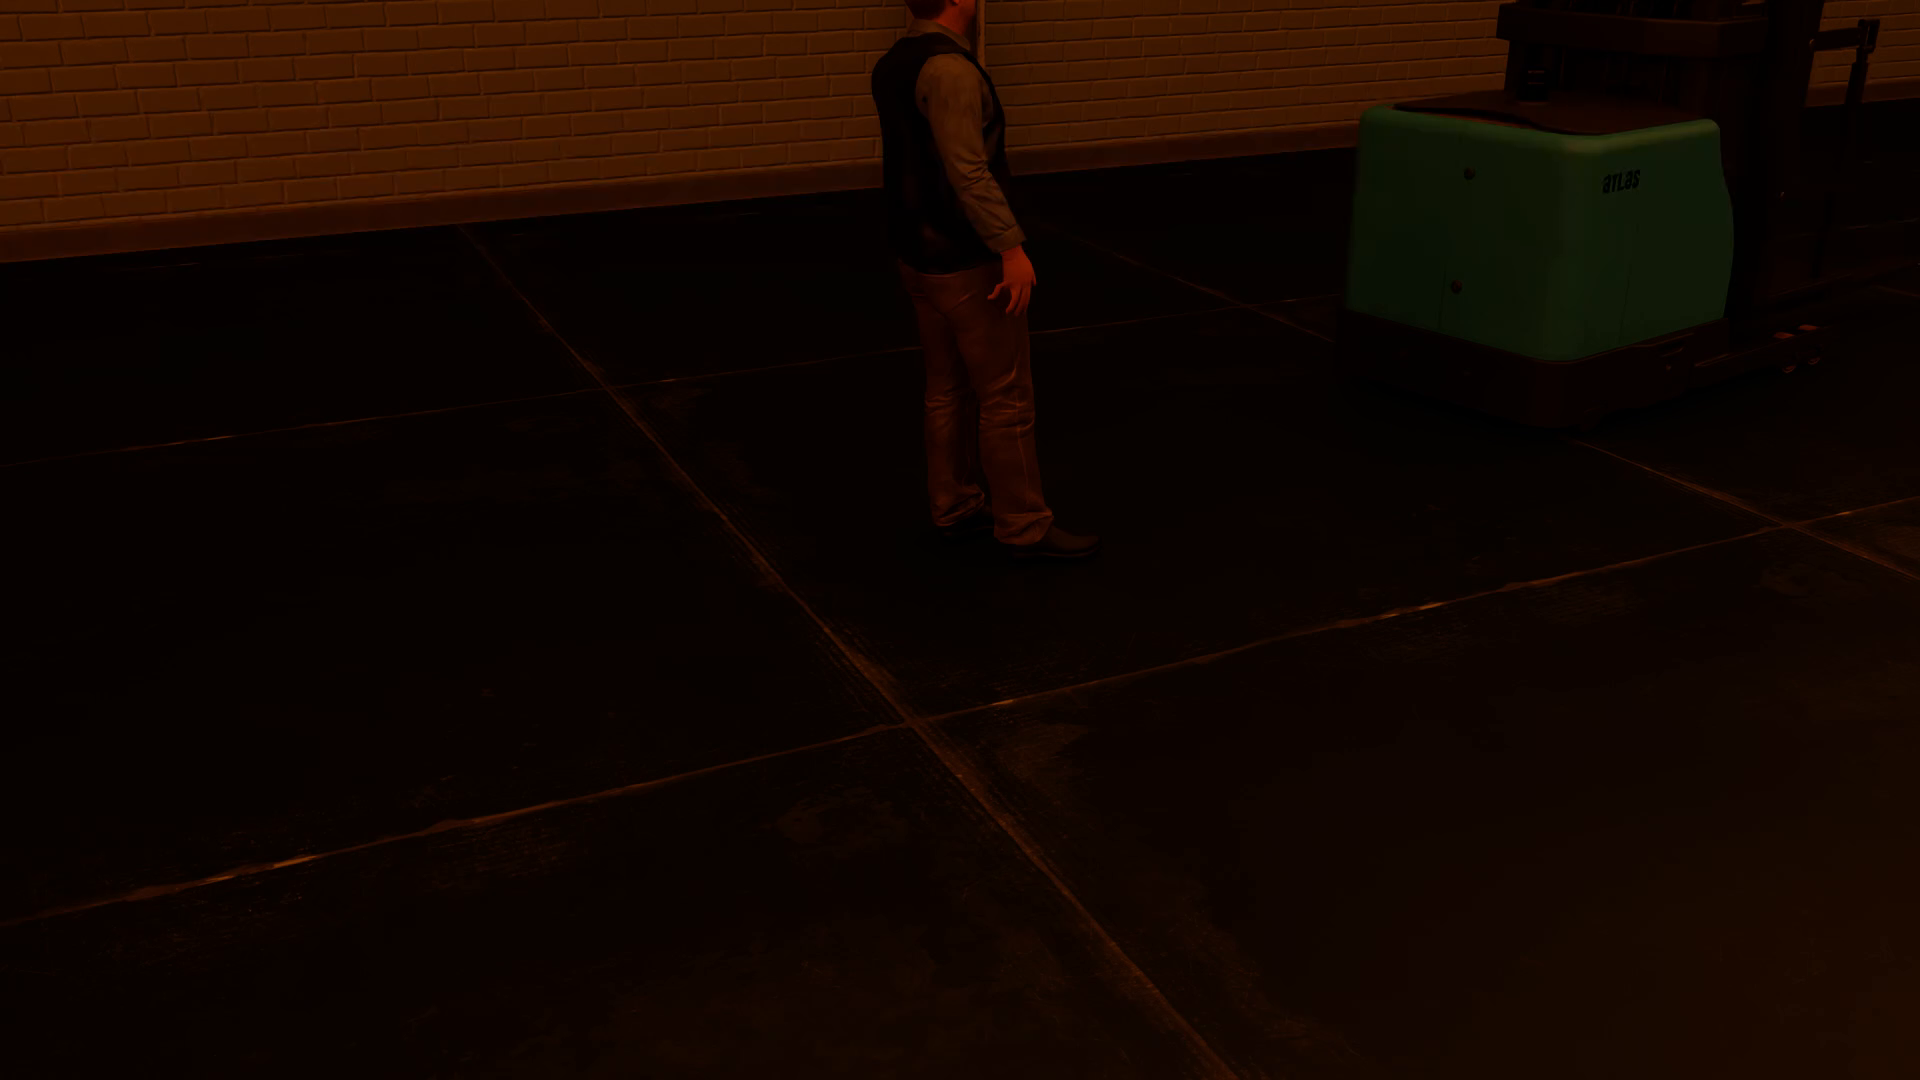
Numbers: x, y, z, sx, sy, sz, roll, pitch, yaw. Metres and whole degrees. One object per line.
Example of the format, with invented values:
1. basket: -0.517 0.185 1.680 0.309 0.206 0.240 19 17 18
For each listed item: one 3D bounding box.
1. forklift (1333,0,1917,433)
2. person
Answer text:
1. forklift: 2.961 -2.173 6.517 3.031 2.935 1.130 -16 27 -34
2. person: 0.059 -0.809 4.791 0.568 1.720 0.632 -10 25 -23
